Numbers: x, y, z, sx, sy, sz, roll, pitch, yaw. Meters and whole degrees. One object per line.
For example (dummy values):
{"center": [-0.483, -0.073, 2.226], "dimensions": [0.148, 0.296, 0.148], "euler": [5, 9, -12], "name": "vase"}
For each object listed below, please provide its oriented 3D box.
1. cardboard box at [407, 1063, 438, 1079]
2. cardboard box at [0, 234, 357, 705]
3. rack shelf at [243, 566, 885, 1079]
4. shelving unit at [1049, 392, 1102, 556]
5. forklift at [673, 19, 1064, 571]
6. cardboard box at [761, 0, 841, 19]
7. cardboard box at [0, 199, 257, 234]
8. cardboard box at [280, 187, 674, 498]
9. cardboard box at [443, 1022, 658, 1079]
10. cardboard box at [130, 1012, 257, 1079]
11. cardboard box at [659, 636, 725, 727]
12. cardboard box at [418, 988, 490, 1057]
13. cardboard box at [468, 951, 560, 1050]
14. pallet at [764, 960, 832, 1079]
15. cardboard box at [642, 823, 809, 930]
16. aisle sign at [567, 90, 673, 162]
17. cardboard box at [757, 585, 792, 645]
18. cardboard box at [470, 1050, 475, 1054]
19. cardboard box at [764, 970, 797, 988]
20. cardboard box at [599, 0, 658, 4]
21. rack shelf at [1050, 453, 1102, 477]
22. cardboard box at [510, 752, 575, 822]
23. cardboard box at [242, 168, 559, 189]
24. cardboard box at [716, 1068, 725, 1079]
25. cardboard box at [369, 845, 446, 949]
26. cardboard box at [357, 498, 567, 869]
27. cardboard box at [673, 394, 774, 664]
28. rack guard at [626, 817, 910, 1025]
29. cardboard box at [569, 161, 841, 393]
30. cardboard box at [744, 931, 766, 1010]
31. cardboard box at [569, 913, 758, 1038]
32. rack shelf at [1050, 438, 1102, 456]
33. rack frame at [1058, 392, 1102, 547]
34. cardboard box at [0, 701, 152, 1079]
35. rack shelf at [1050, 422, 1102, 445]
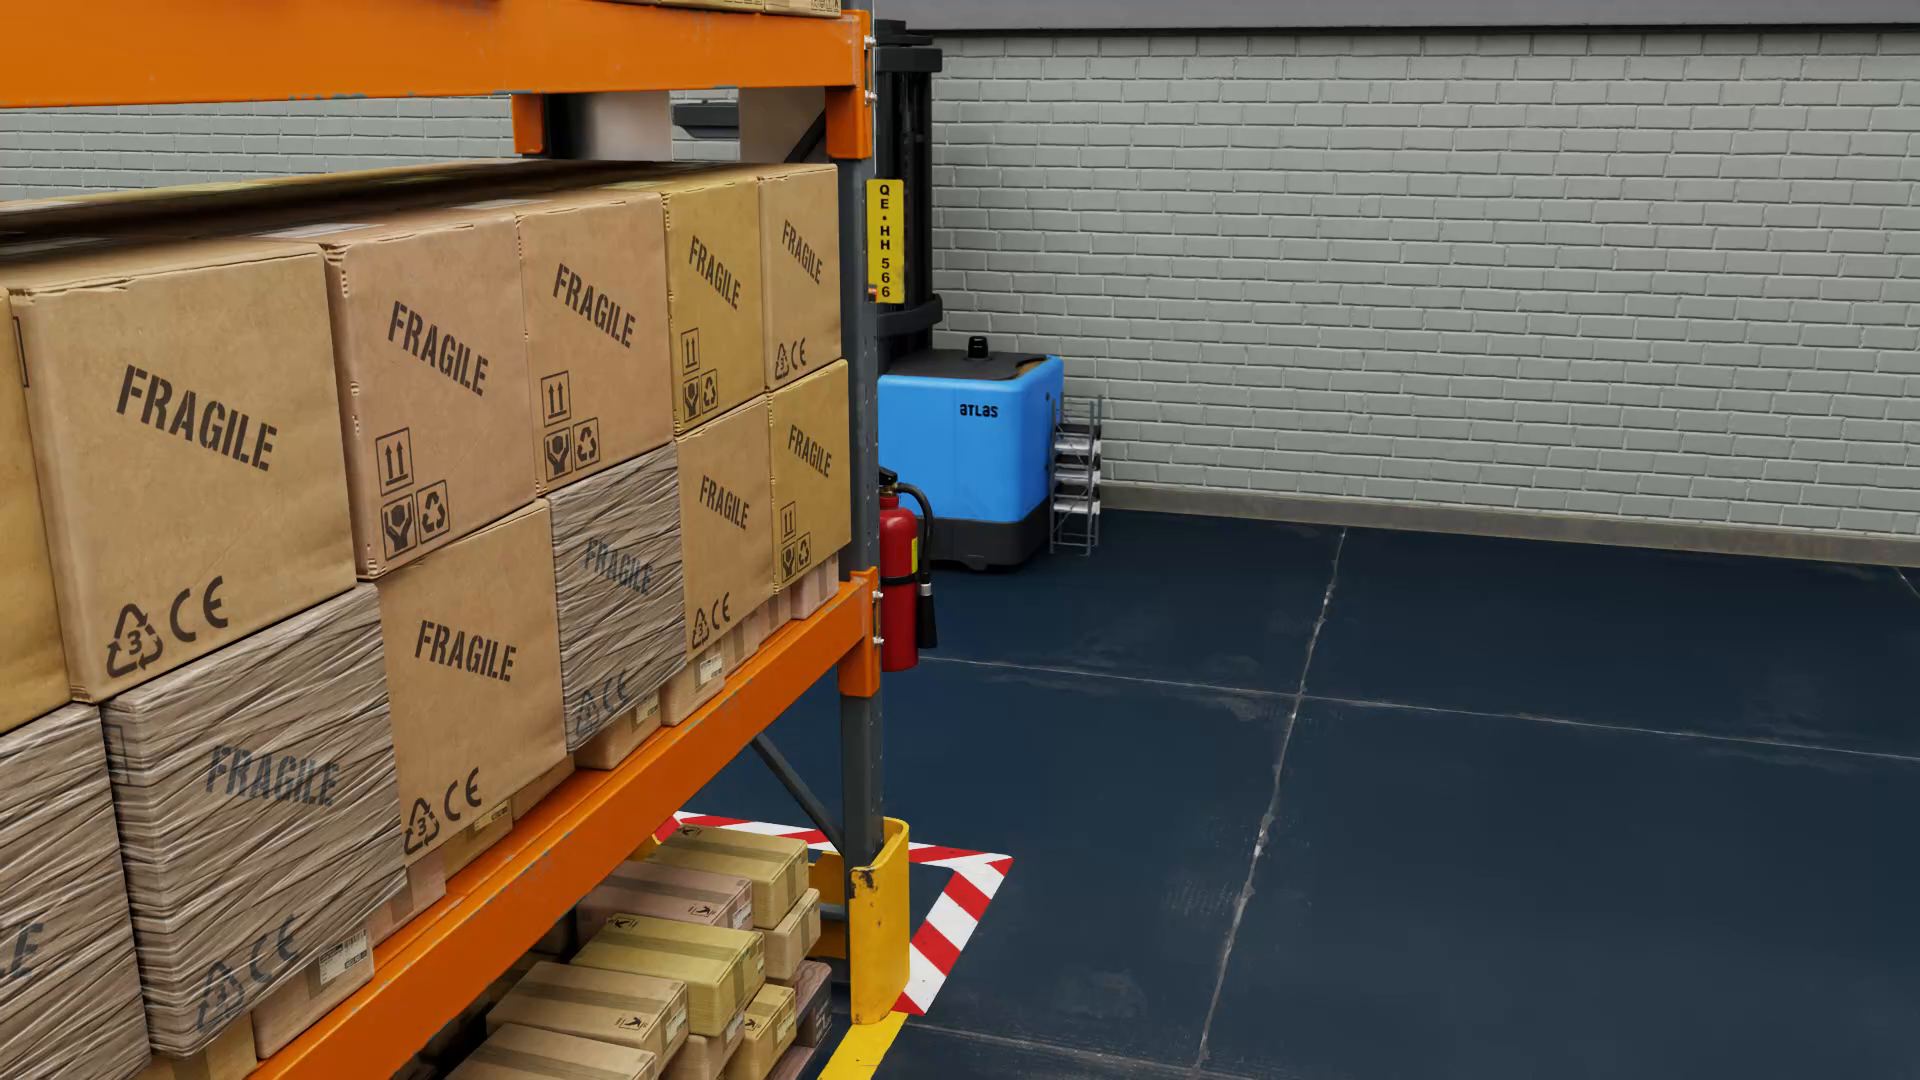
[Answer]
{"center": [-1.398, 1.282, 3.722], "dimensions": [0.380, 0.149, 0.250], "euler": [4, 16, 13], "name": "cardboard box"}
{"center": [-1.194, -0.126, 2.217], "dimensions": [0.500, 0.500, 0.500], "euler": [5, 17, 17], "name": "cardboard box"}
{"center": [-1.293, 0.734, 3.063], "dimensions": [1.077, 0.370, 4.000], "euler": [5, 16, 16], "name": "rack shelf"}
{"center": [0.660, -0.376, 9.507], "dimensions": [0.258, 0.900, 0.210], "euler": [5, 17, 16], "name": "shelving unit"}
{"center": [-0.959, -1.459, 9.601], "dimensions": [3.031, 2.935, 1.130], "euler": [5, 17, 17], "name": "forklift"}
{"center": [-0.600, -1.367, 3.929], "dimensions": [0.500, 0.250, 0.500], "euler": [4, 16, 15], "name": "cardboard box"}
{"center": [-1.555, -0.310, 2.865], "dimensions": [0.500, 0.500, 0.500], "euler": [4, 16, 14], "name": "cardboard box"}
{"center": [-0.899, -0.399, 3.179], "dimensions": [0.500, 0.500, 0.500], "euler": [6, 17, 19], "name": "cardboard box"}
{"center": [-0.868, 1.182, 3.528], "dimensions": [0.380, 0.149, 0.250], "euler": [5, 17, 18], "name": "cardboard box"}
{"center": [-1.222, 0.705, 2.309], "dimensions": [0.380, 0.149, 0.250], "euler": [5, 17, 17], "name": "cardboard box"}
{"center": [-0.760, 0.290, 3.769], "dimensions": [0.380, 0.149, 0.250], "euler": [5, 17, 17], "name": "cardboard box"}
{"center": [-1.348, 1.067, 3.933], "dimensions": [0.380, 0.149, 0.250], "euler": [4, 16, 13], "name": "cardboard box"}
{"center": [-1.237, 1.146, 4.200], "dimensions": [0.380, 0.149, 0.250], "euler": [5, 17, 17], "name": "cardboard box"}
{"center": [-1.011, 1.436, 4.380], "dimensions": [1.003, 0.211, 1.213], "euler": [5, 16, 16], "name": "pallet"}
{"center": [-0.632, 0.906, 4.502], "dimensions": [0.380, 0.149, 0.250], "euler": [5, 17, 17], "name": "cardboard box"}
{"center": [-0.992, -1.428, 4.604], "dimensions": [0.394, 0.787, 0.004], "euler": [5, 16, 16], "name": "aisle sign"}
{"center": [-0.653, 0.155, 4.246], "dimensions": [0.380, 0.149, 0.250], "euler": [5, 16, 16], "name": "cardboard box"}
{"center": [-1.240, 1.287, 4.250], "dimensions": [0.380, 0.149, 0.250], "euler": [5, 17, 16], "name": "cardboard box"}
{"center": [-0.674, 1.188, 4.598], "dimensions": [0.380, 0.149, 0.250], "euler": [5, 17, 17], "name": "cardboard box"}
{"center": [-0.892, -1.104, 3.002], "dimensions": [0.500, 0.250, 0.500], "euler": [5, 17, 18], "name": "cardboard box"}
{"center": [0.660, -0.431, 9.491], "dimensions": [0.258, 0.077, 0.200], "euler": [5, 17, 16], "name": "rack shelf"}
{"center": [-0.997, 0.423, 3.301], "dimensions": [0.380, 0.149, 0.250], "euler": [4, 16, 14], "name": "cardboard box"}
{"center": [-1.244, -0.578, 3.810], "dimensions": [0.500, 0.500, 0.500], "euler": [5, 17, 17], "name": "cardboard box"}
{"center": [-0.808, 1.326, 4.113], "dimensions": [0.380, 0.149, 0.250], "euler": [5, 16, 16], "name": "cardboard box"}
{"center": [-1.108, 0.561, 2.814], "dimensions": [0.380, 0.149, 0.250], "euler": [5, 17, 18], "name": "cardboard box"}
{"center": [-1.044, 0.208, 2.869], "dimensions": [0.500, 0.500, 0.500], "euler": [5, 17, 19], "name": "cardboard box"}
{"center": [-0.757, -0.055, 3.797], "dimensions": [0.500, 0.500, 0.500], "euler": [4, 16, 15], "name": "cardboard box"}
{"center": [-0.746, 1.087, 5.080], "dimensions": [1.175, 0.500, 0.348], "euler": [5, 16, 16], "name": "rack guard"}
{"center": [-0.616, -0.668, 4.128], "dimensions": [0.500, 0.500, 0.500], "euler": [4, 16, 15], "name": "cardboard box"}
{"center": [-0.727, 1.116, 4.309], "dimensions": [0.380, 0.149, 0.250], "euler": [4, 16, 15], "name": "cardboard box"}
{"center": [-0.711, 1.045, 4.013], "dimensions": [0.380, 0.149, 0.250], "euler": [4, 16, 15], "name": "cardboard box"}
{"center": [0.660, -0.517, 9.467], "dimensions": [0.258, 0.077, 0.200], "euler": [5, 17, 16], "name": "rack shelf"}
{"center": [0.689, -0.403, 9.600], "dimensions": [0.240, 0.900, 0.006], "euler": [5, 17, 16], "name": "rack frame"}
{"center": [-1.345, 0.480, 1.912], "dimensions": [0.500, 0.500, 0.500], "euler": [5, 16, 16], "name": "cardboard box"}
{"center": [0.660, -0.604, 9.442], "dimensions": [0.258, 0.077, 0.200], "euler": [5, 17, 16], "name": "rack shelf"}
